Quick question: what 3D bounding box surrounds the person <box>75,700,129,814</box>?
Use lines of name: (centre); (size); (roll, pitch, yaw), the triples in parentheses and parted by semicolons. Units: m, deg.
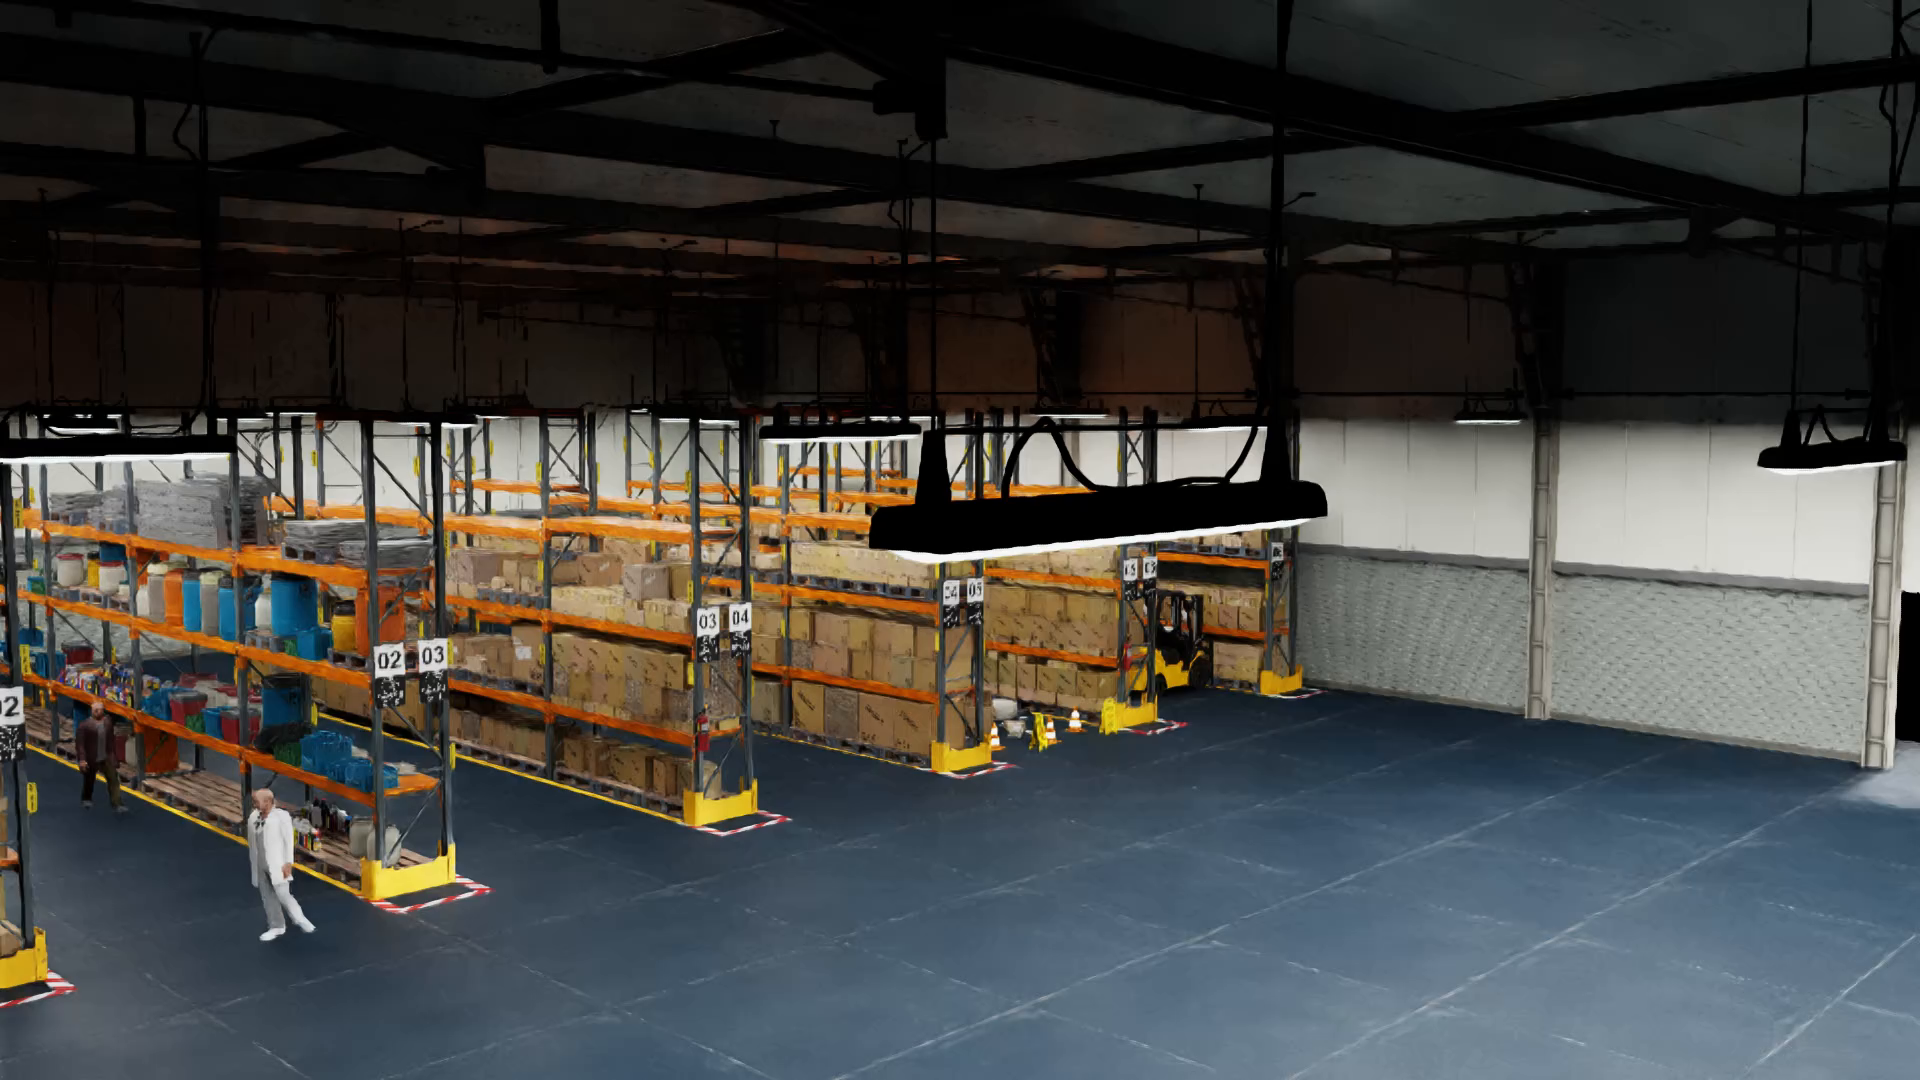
person: (-12.963, 3.249, 25.021); (0.598, 1.698, 1.193); (-5, 7, -43)

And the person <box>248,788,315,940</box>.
person: (-7.901, 3.732, 19.225); (0.753, 1.771, 0.507); (1, 5, 12)
